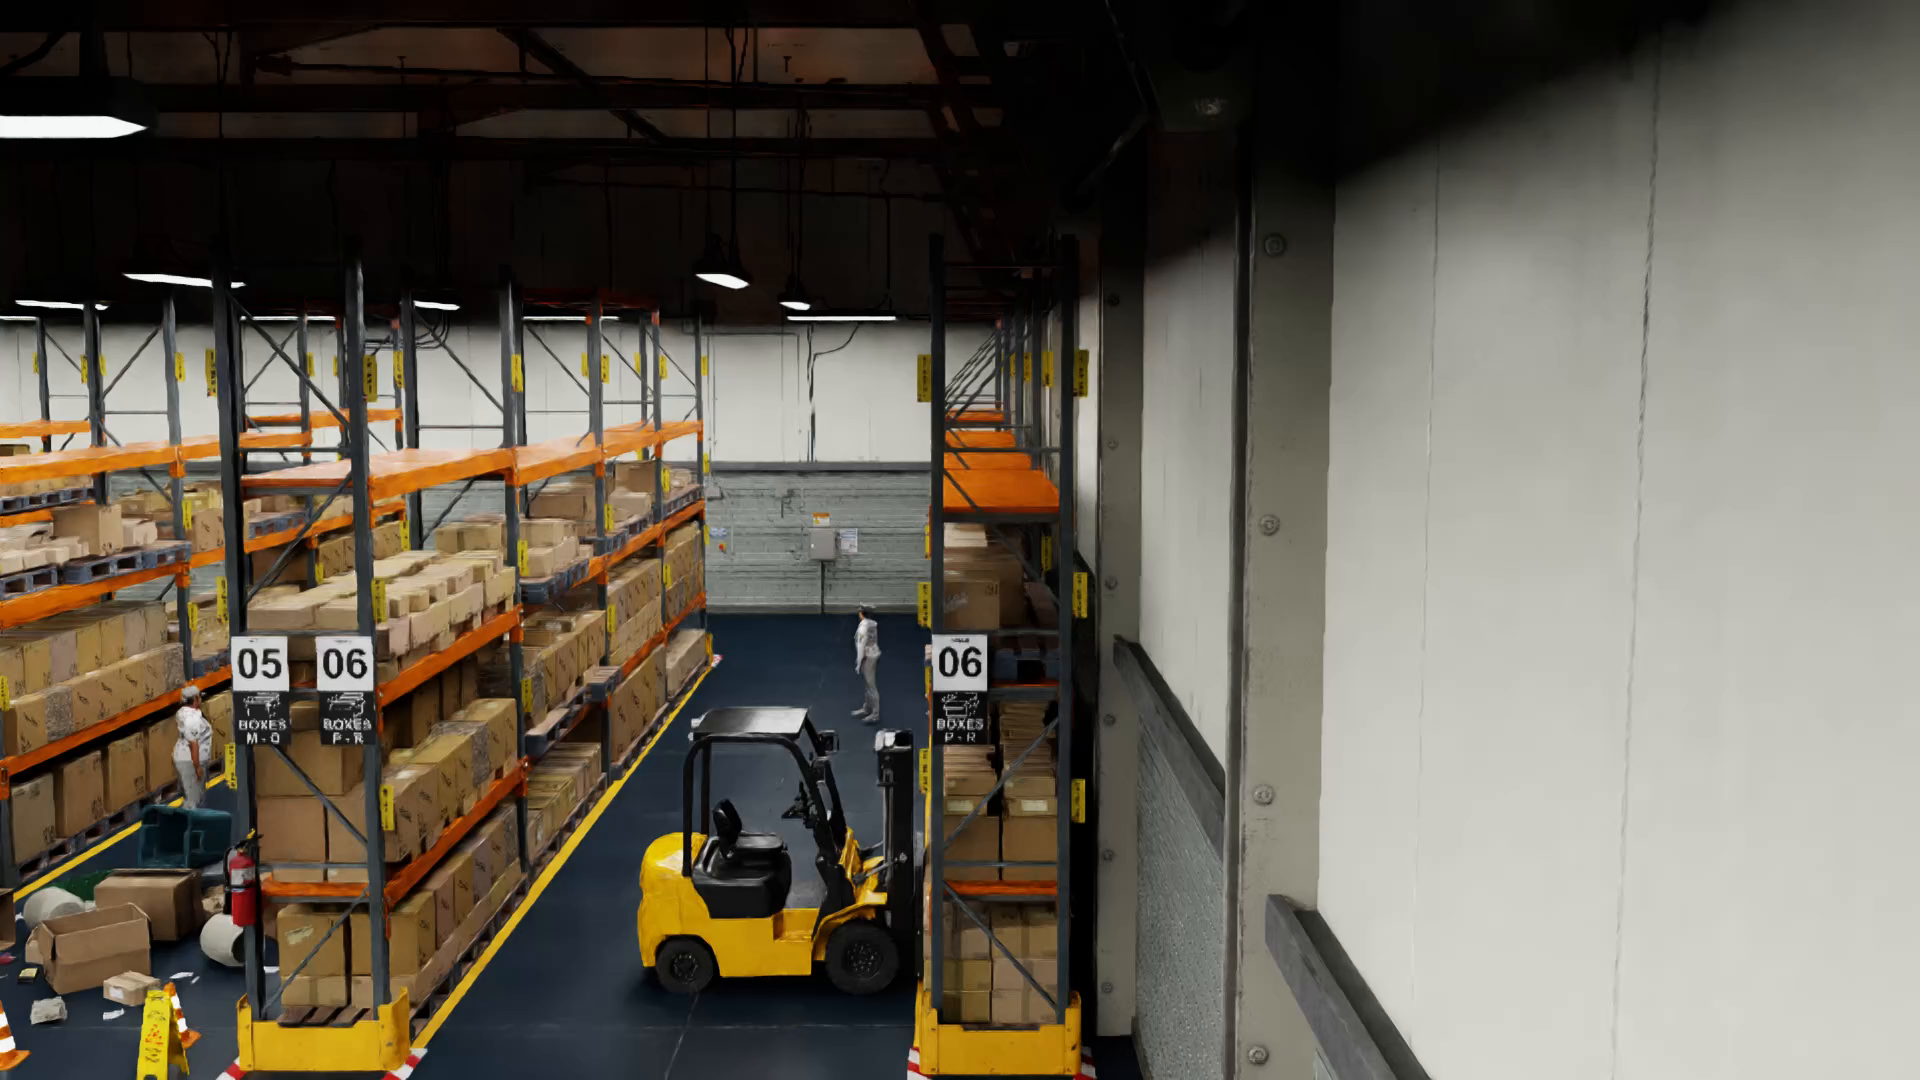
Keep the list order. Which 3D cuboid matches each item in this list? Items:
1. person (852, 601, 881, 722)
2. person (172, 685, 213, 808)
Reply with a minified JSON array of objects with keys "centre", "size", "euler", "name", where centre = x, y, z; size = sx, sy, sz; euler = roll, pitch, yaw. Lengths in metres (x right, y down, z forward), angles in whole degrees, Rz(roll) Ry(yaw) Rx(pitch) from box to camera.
[{"centre":[-1.336,1.712,23.666],"size":[0.527,1.669,0.565],"euler":[2,7,17],"name":"person"},{"centre":[-8.153,2.374,17.749],"size":[0.449,1.668,0.510],"euler":[-4,7,-30],"name":"person"}]
